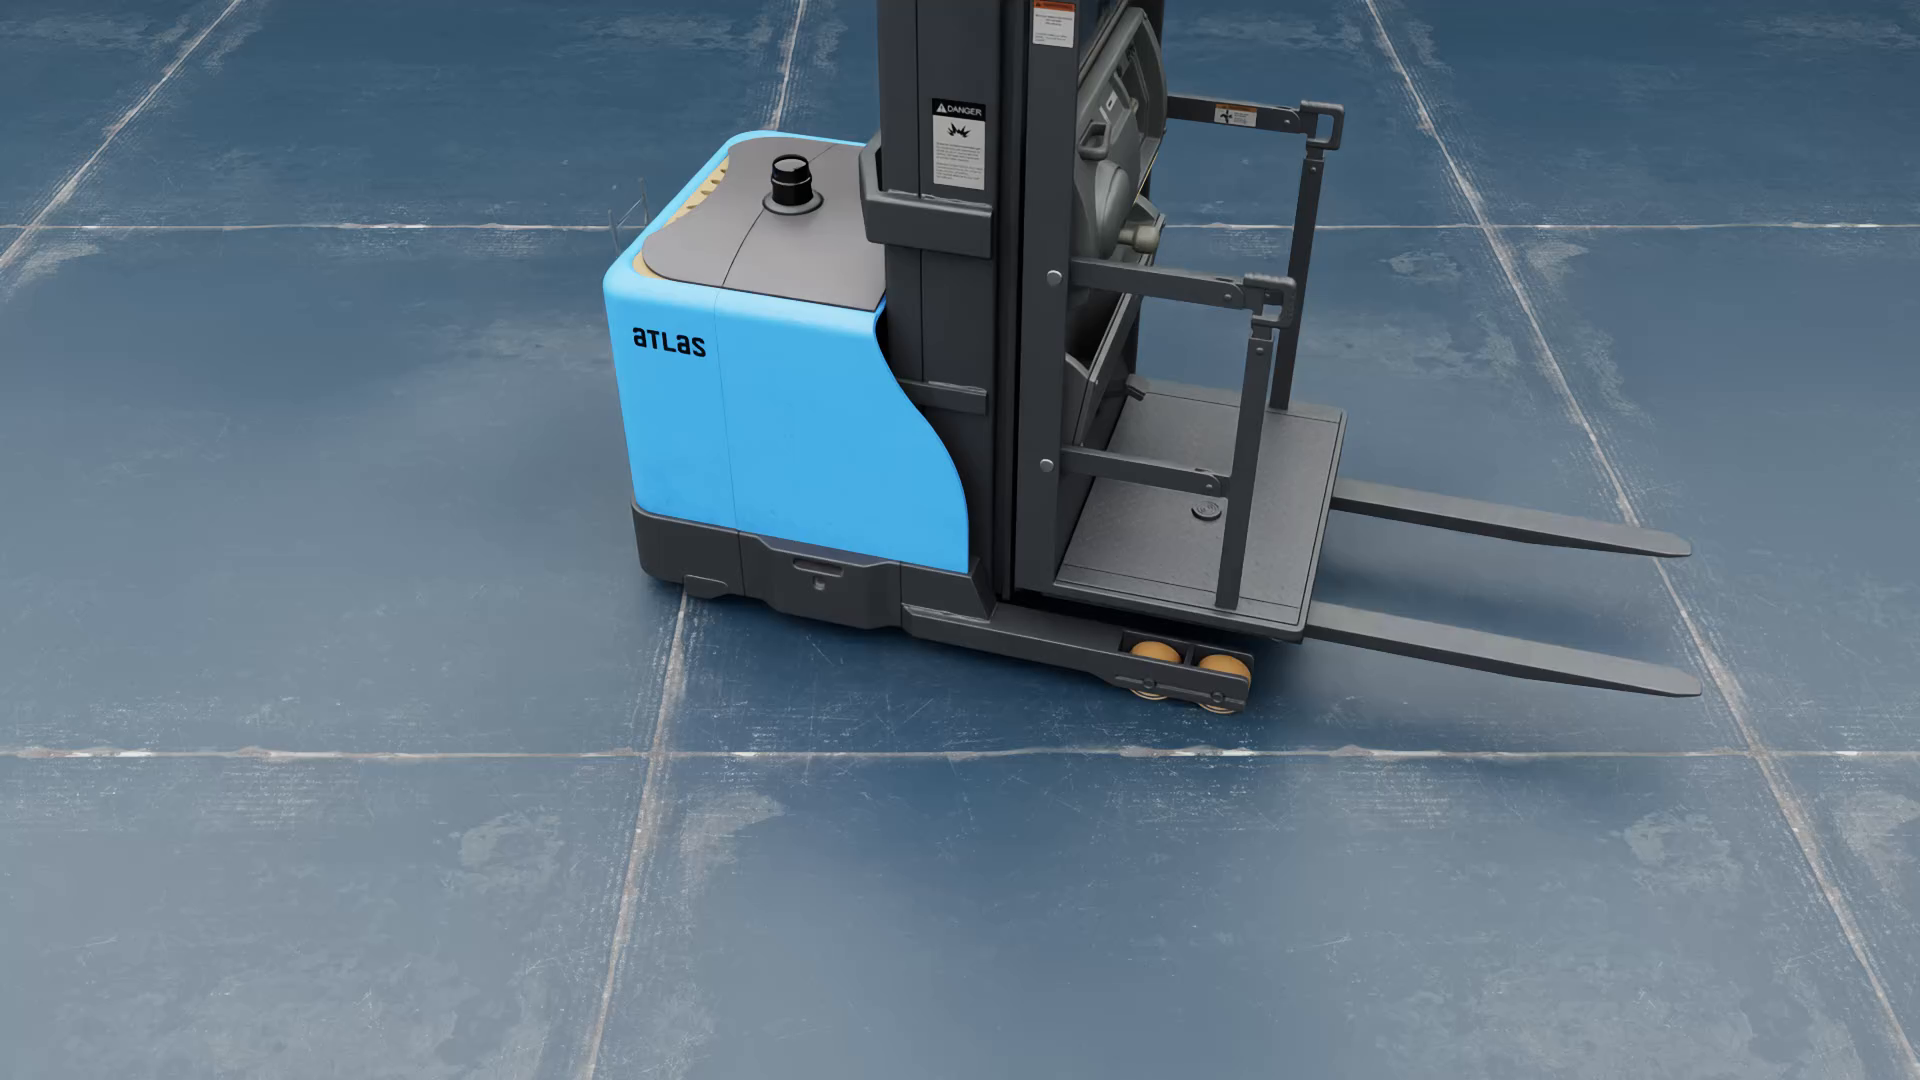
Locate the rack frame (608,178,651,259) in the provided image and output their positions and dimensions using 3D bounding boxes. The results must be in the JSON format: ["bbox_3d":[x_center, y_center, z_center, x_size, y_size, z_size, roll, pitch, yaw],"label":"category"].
[{"bbox_3d":[-1.007,-0.713,5.421,0.006,0.900,0.240,7,39,15],"label":"rack frame"}]

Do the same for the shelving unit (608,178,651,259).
[{"bbox_3d":[-0.909,-0.700,5.394,0.210,0.900,0.258,7,39,15],"label":"shelving unit"}]

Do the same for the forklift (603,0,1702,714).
[{"bbox_3d":[0.601,-1.032,4.194,3.031,2.935,1.130,11,40,13],"label":"forklift"}]
